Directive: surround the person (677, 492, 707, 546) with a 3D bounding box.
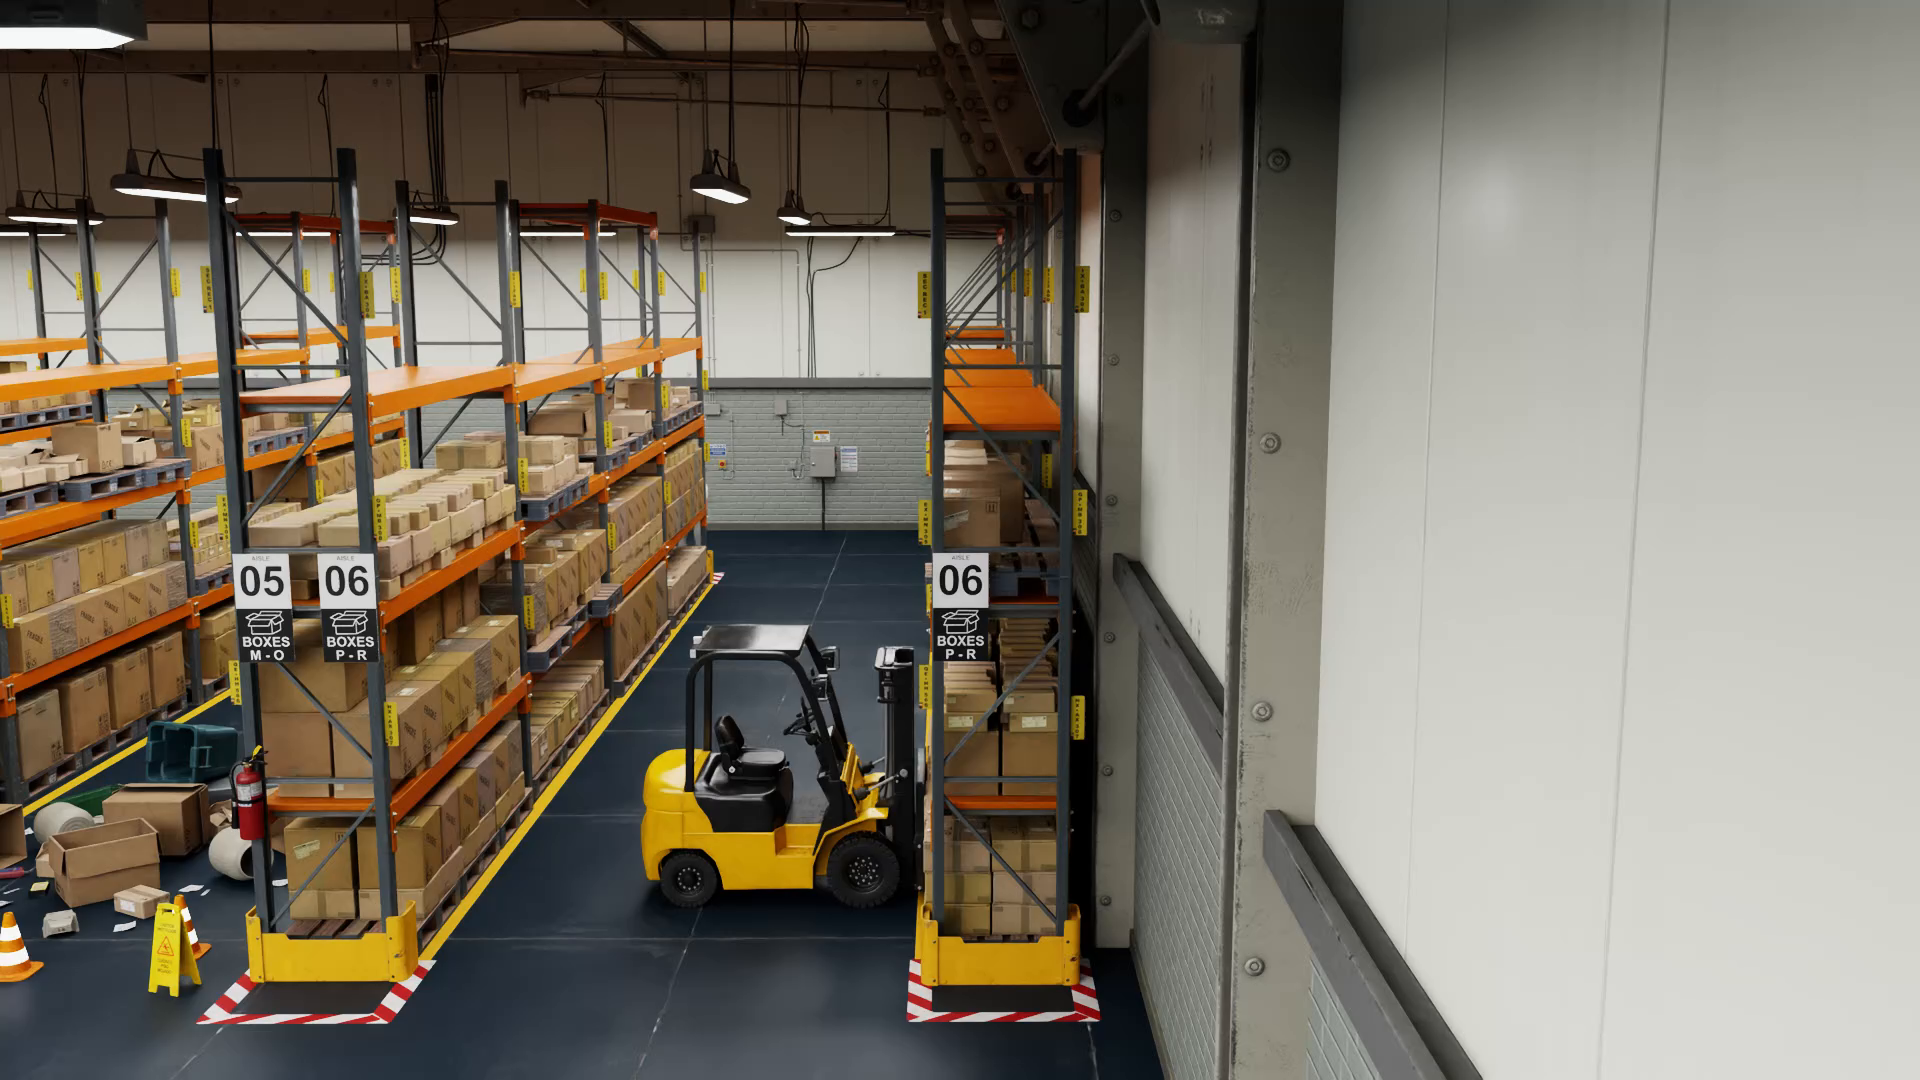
[{"bbox_3d":[-4.812,-0.418,29.538,0.598,1.777,0.429,1,9,7],"label":"person"}]
